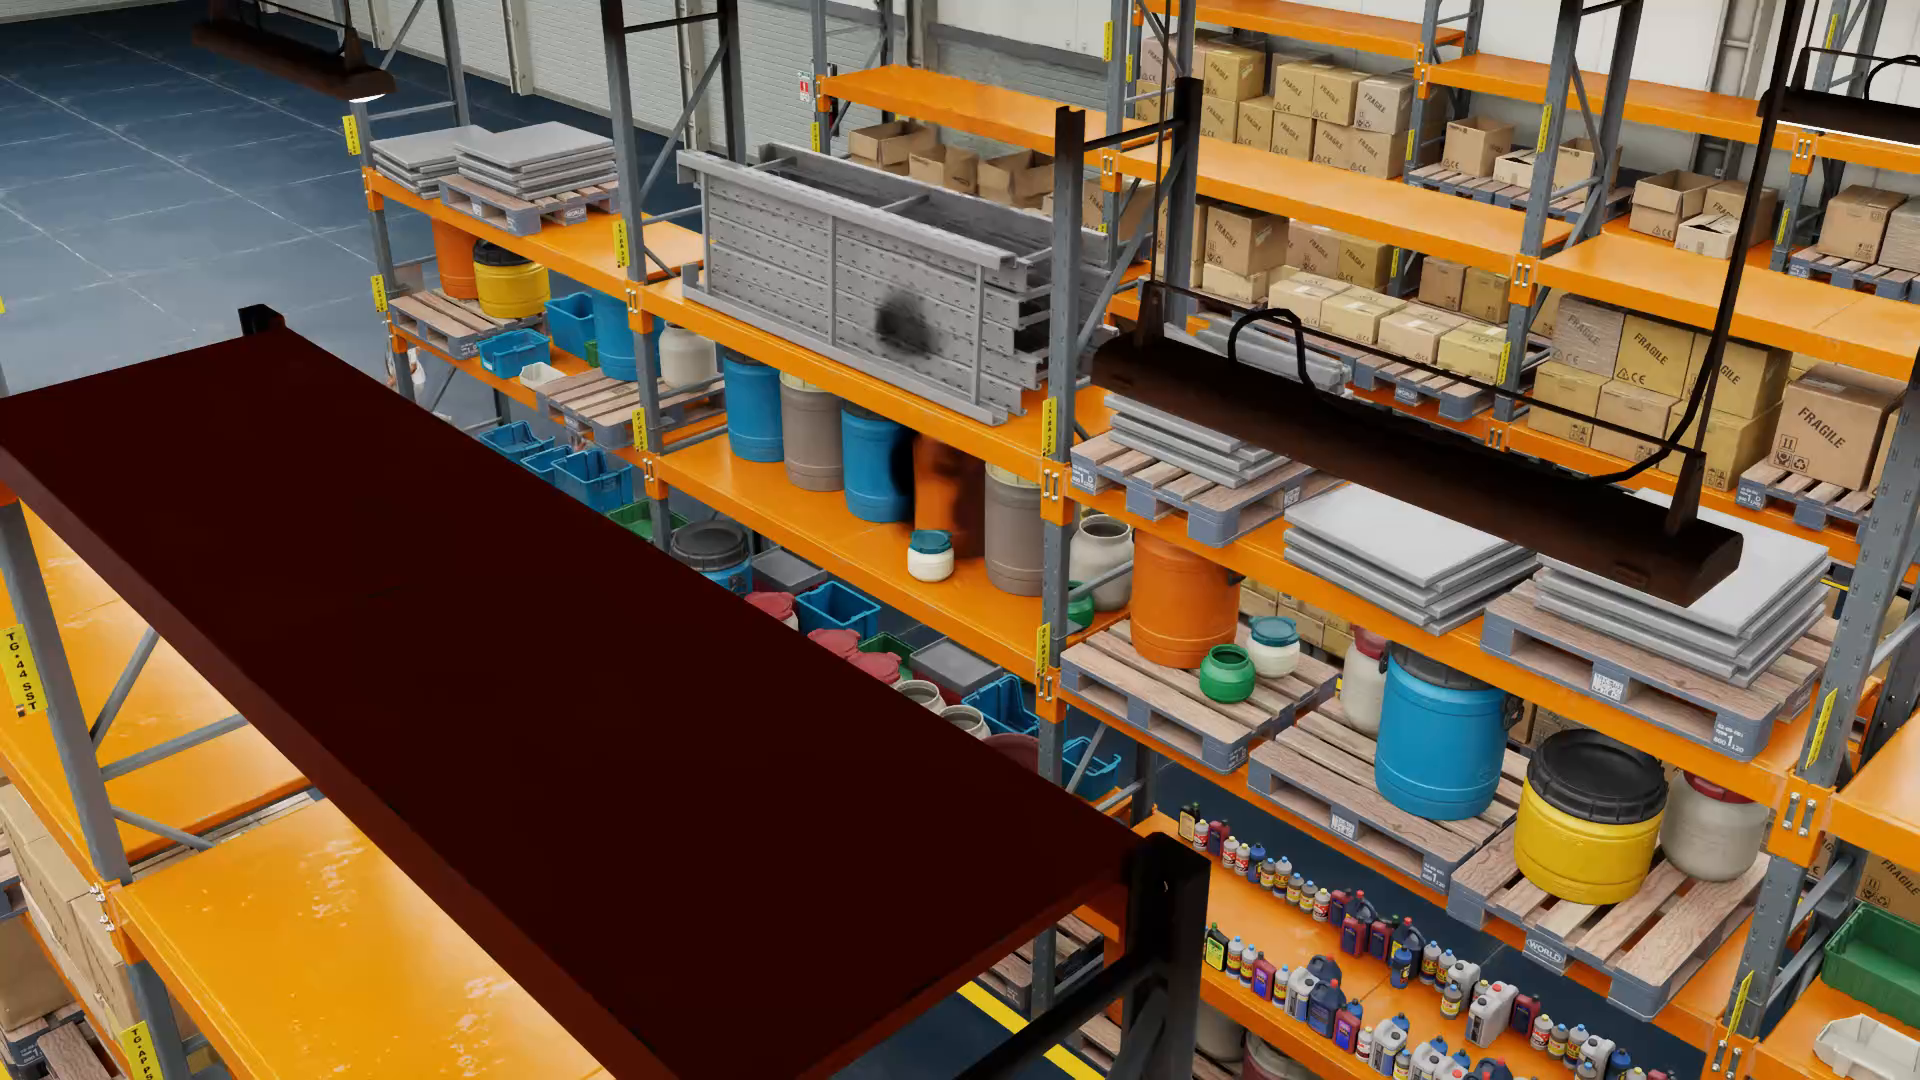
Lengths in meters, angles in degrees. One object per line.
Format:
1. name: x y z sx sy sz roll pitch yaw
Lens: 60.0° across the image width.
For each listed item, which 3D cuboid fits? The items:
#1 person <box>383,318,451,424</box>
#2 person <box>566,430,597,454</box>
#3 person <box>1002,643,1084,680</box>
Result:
1. person: -6.066 -1.754 18.441 0.694 1.644 0.607 -8 29 -15
2. person: -3.767 -0.873 16.797 0.719 1.643 0.509 10 30 19
3. person: 0.794 0.492 14.057 0.890 1.796 0.640 21 35 34
